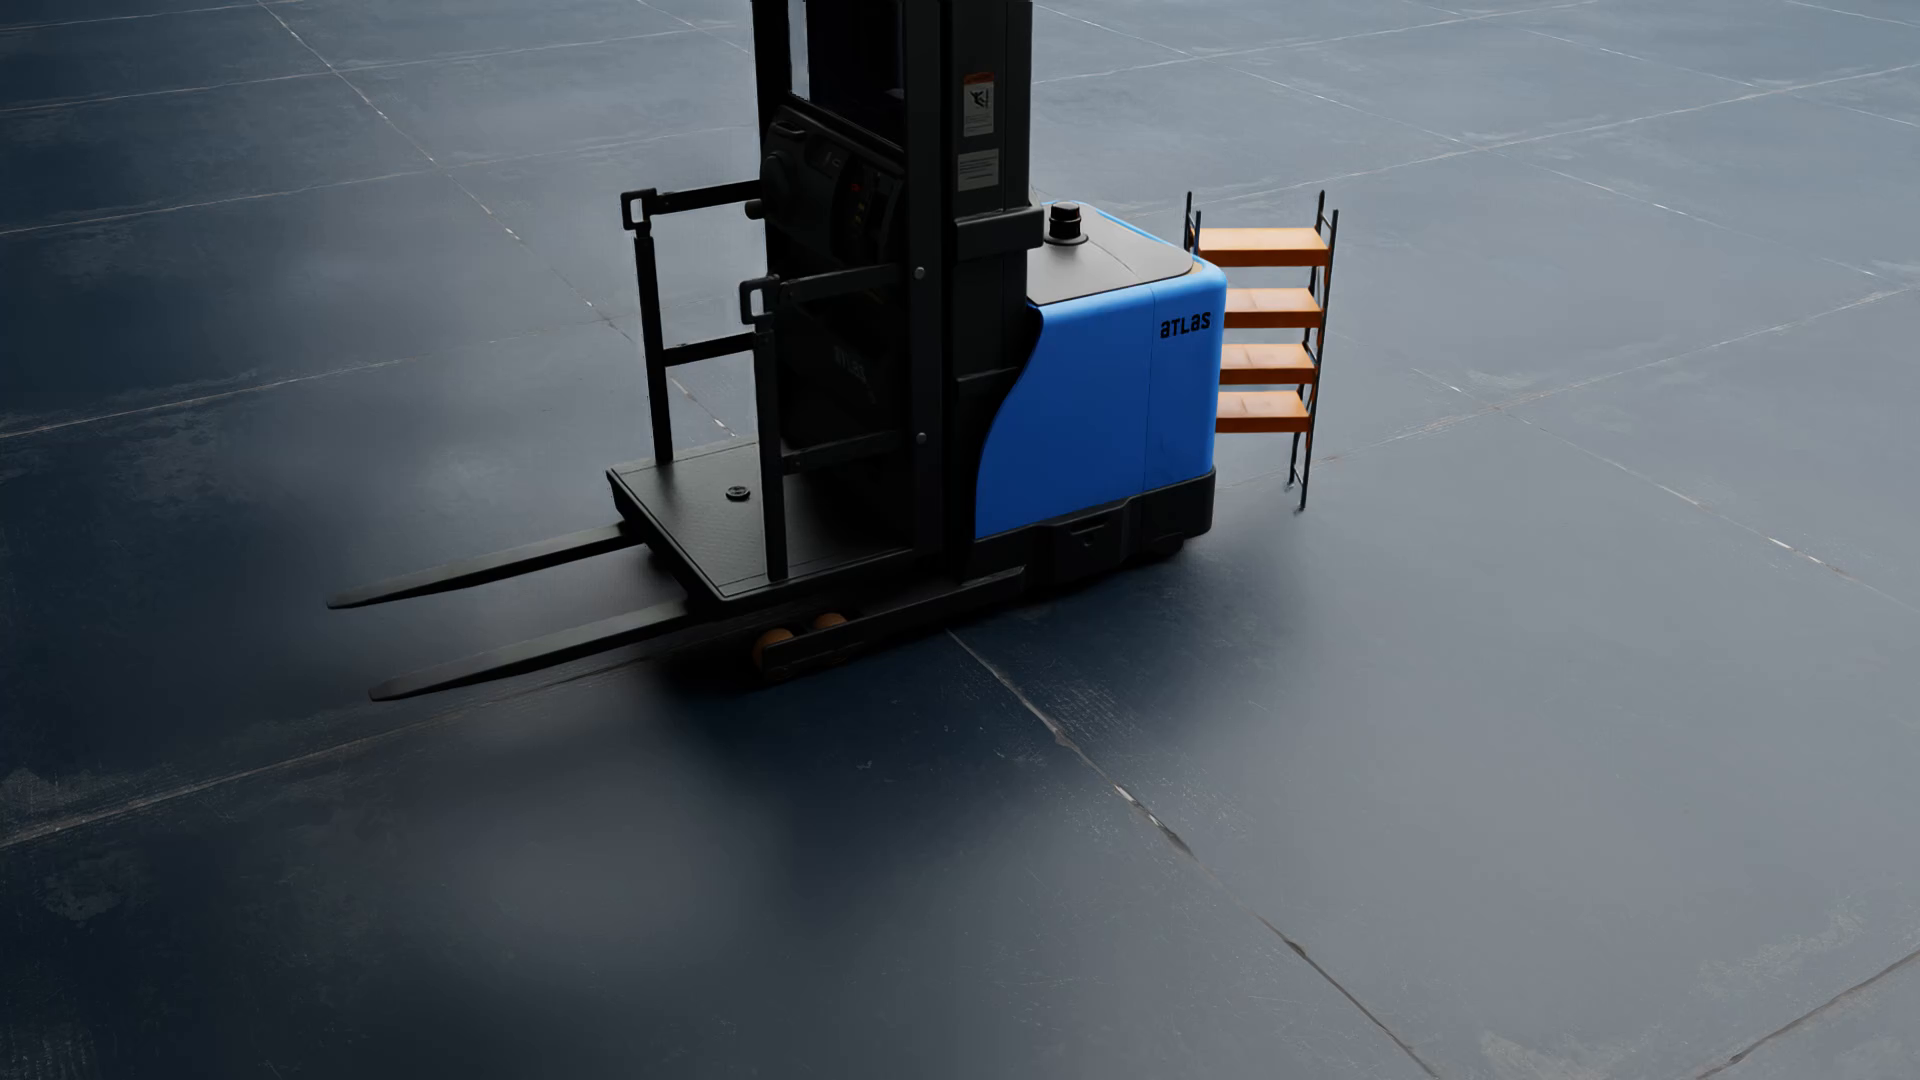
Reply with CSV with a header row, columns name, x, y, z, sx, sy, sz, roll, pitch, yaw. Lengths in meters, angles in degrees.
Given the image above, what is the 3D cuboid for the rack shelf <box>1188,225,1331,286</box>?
name,x,y,z,sx,sy,sz,roll,pitch,yaw
rack shelf,1.085,-1.041,6.081,0.480,0.148,0.258,-1,29,-1

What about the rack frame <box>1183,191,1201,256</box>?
name,x,y,z,sx,sy,sz,roll,pitch,yaw
rack frame,0.841,-0.693,6.265,0.015,1.200,0.240,-1,29,-1

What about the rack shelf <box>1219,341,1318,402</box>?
name,x,y,z,sx,sy,sz,roll,pitch,yaw
rack shelf,1.085,-0.638,6.303,0.480,0.148,0.258,-1,29,-1

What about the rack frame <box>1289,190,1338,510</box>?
name,x,y,z,sx,sy,sz,roll,pitch,yaw
rack frame,1.329,-0.700,6.276,0.015,1.200,0.240,-1,29,-1

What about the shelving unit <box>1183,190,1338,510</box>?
name,x,y,z,sx,sy,sz,roll,pitch,yaw
shelving unit,1.085,-0.697,6.270,0.503,1.200,0.258,-1,29,-1

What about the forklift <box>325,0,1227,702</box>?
name,x,y,z,sx,sy,sz,roll,pitch,yaw
forklift,-0.596,-1.117,5.241,3.031,2.935,1.130,-16,32,-26

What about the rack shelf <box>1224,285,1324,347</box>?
name,x,y,z,sx,sy,sz,roll,pitch,yaw
rack shelf,1.085,-0.834,6.195,0.480,0.148,0.258,-1,29,-1

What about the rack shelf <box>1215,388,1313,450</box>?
name,x,y,z,sx,sy,sz,roll,pitch,yaw
rack shelf,1.085,-0.464,6.399,0.480,0.148,0.258,-1,29,-1
